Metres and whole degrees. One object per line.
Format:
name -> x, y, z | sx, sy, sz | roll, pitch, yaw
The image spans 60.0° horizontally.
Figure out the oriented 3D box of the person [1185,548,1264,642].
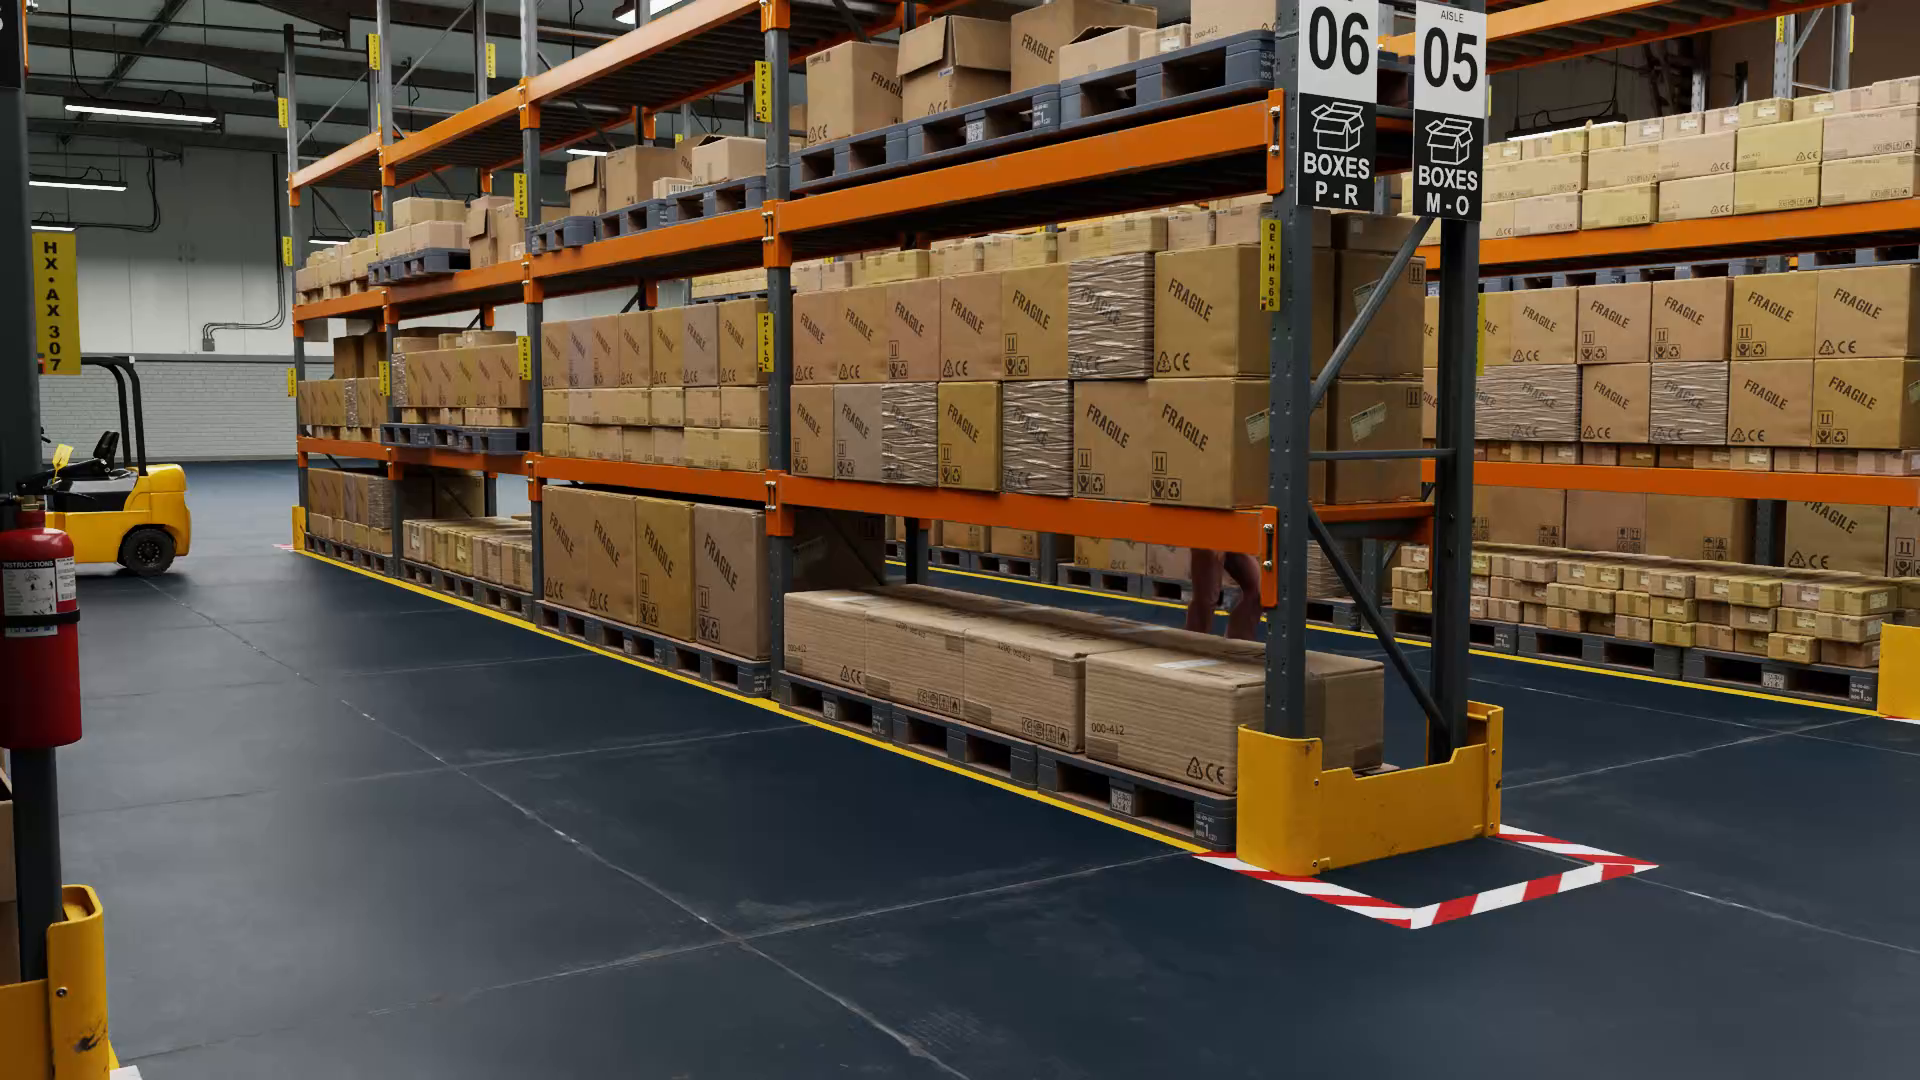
person -> 1.585, 0.036, 10.148 | 0.511, 1.720, 0.479 | 3, 6, 35
